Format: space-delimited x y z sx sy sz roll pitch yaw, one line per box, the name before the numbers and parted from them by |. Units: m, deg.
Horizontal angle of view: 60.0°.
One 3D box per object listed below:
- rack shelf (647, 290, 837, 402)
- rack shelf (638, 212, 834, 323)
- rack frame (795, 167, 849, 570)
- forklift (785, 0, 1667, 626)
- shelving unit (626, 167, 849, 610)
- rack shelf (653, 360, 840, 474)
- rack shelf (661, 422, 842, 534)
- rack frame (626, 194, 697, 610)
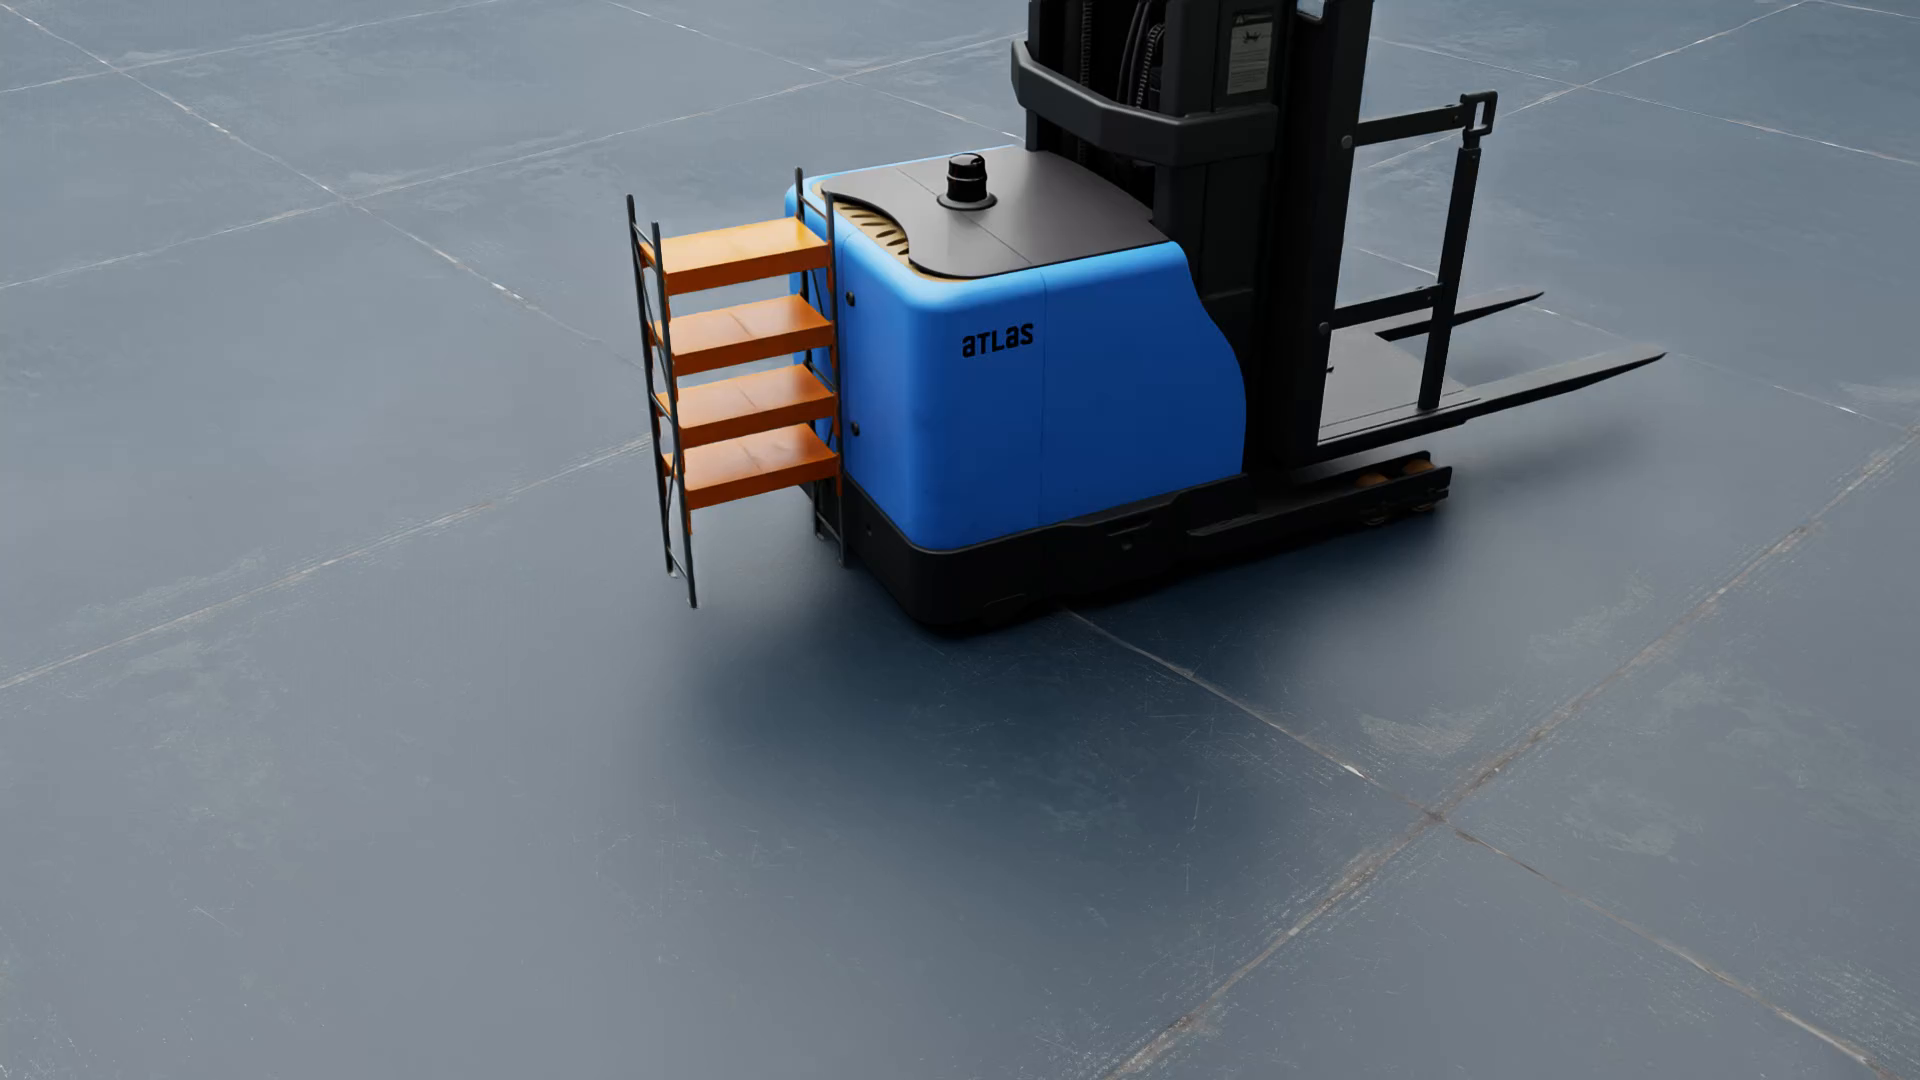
rack shelf | -0.620 -0.554 4.706 0.480 0.148 0.258 -15 34 -23
rack shelf | -0.620 -0.756 4.582 0.480 0.148 0.258 -15 34 -23
rack frame | -0.403 -0.478 4.881 0.015 1.200 0.240 -15 34 -23
forklift | 1.016 -1.528 4.940 3.031 2.935 1.130 -15 34 -23
shelving unit | -0.620 -0.420 4.787 0.503 1.200 0.258 -15 34 -23
rack shelf | -0.620 -0.363 4.822 0.480 0.148 0.258 -15 34 -23
rack shelf | -0.620 -0.193 4.926 0.480 0.148 0.258 -15 34 -23
rack frame | -0.838 -0.363 4.693 0.015 1.200 0.240 -15 34 -23
